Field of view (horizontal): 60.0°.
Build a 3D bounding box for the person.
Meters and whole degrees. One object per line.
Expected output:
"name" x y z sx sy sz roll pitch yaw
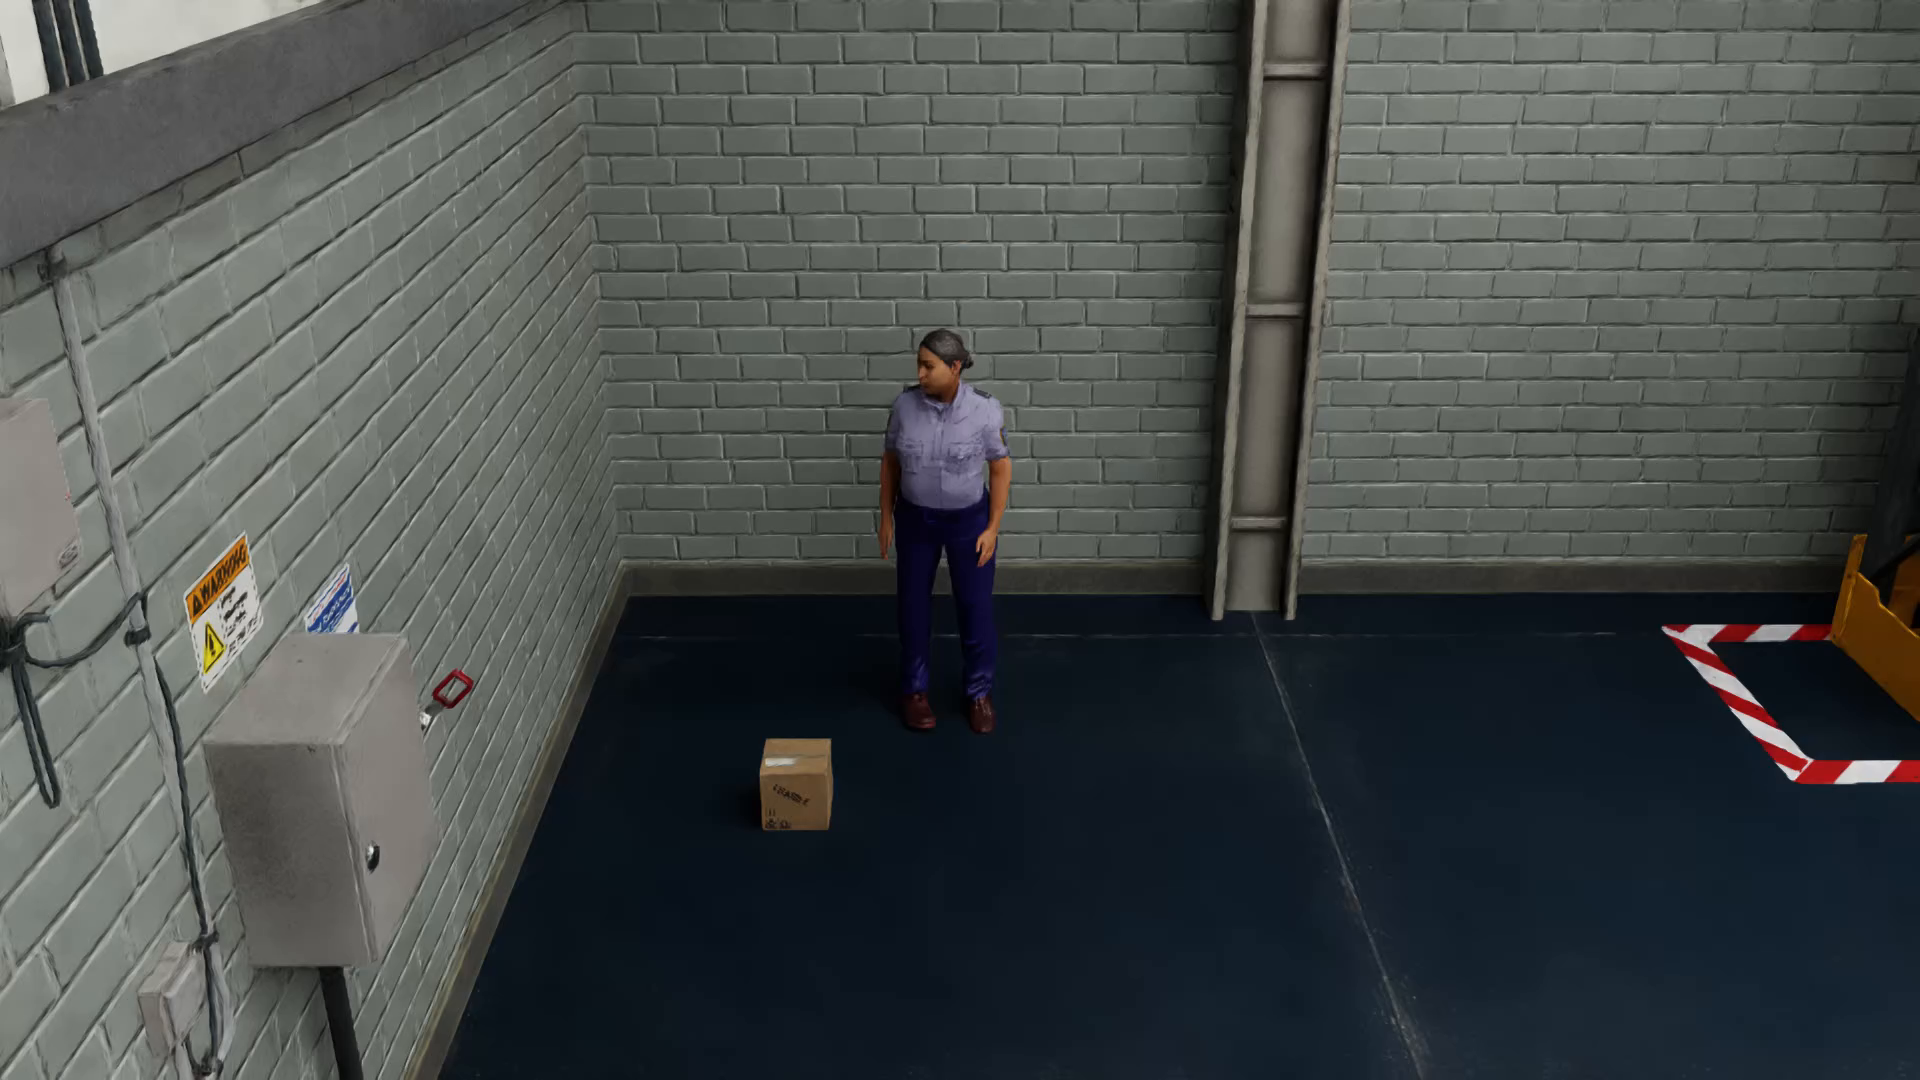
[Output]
"person" -0.065 -0.025 6.669 0.529 1.691 0.399 5 25 12
